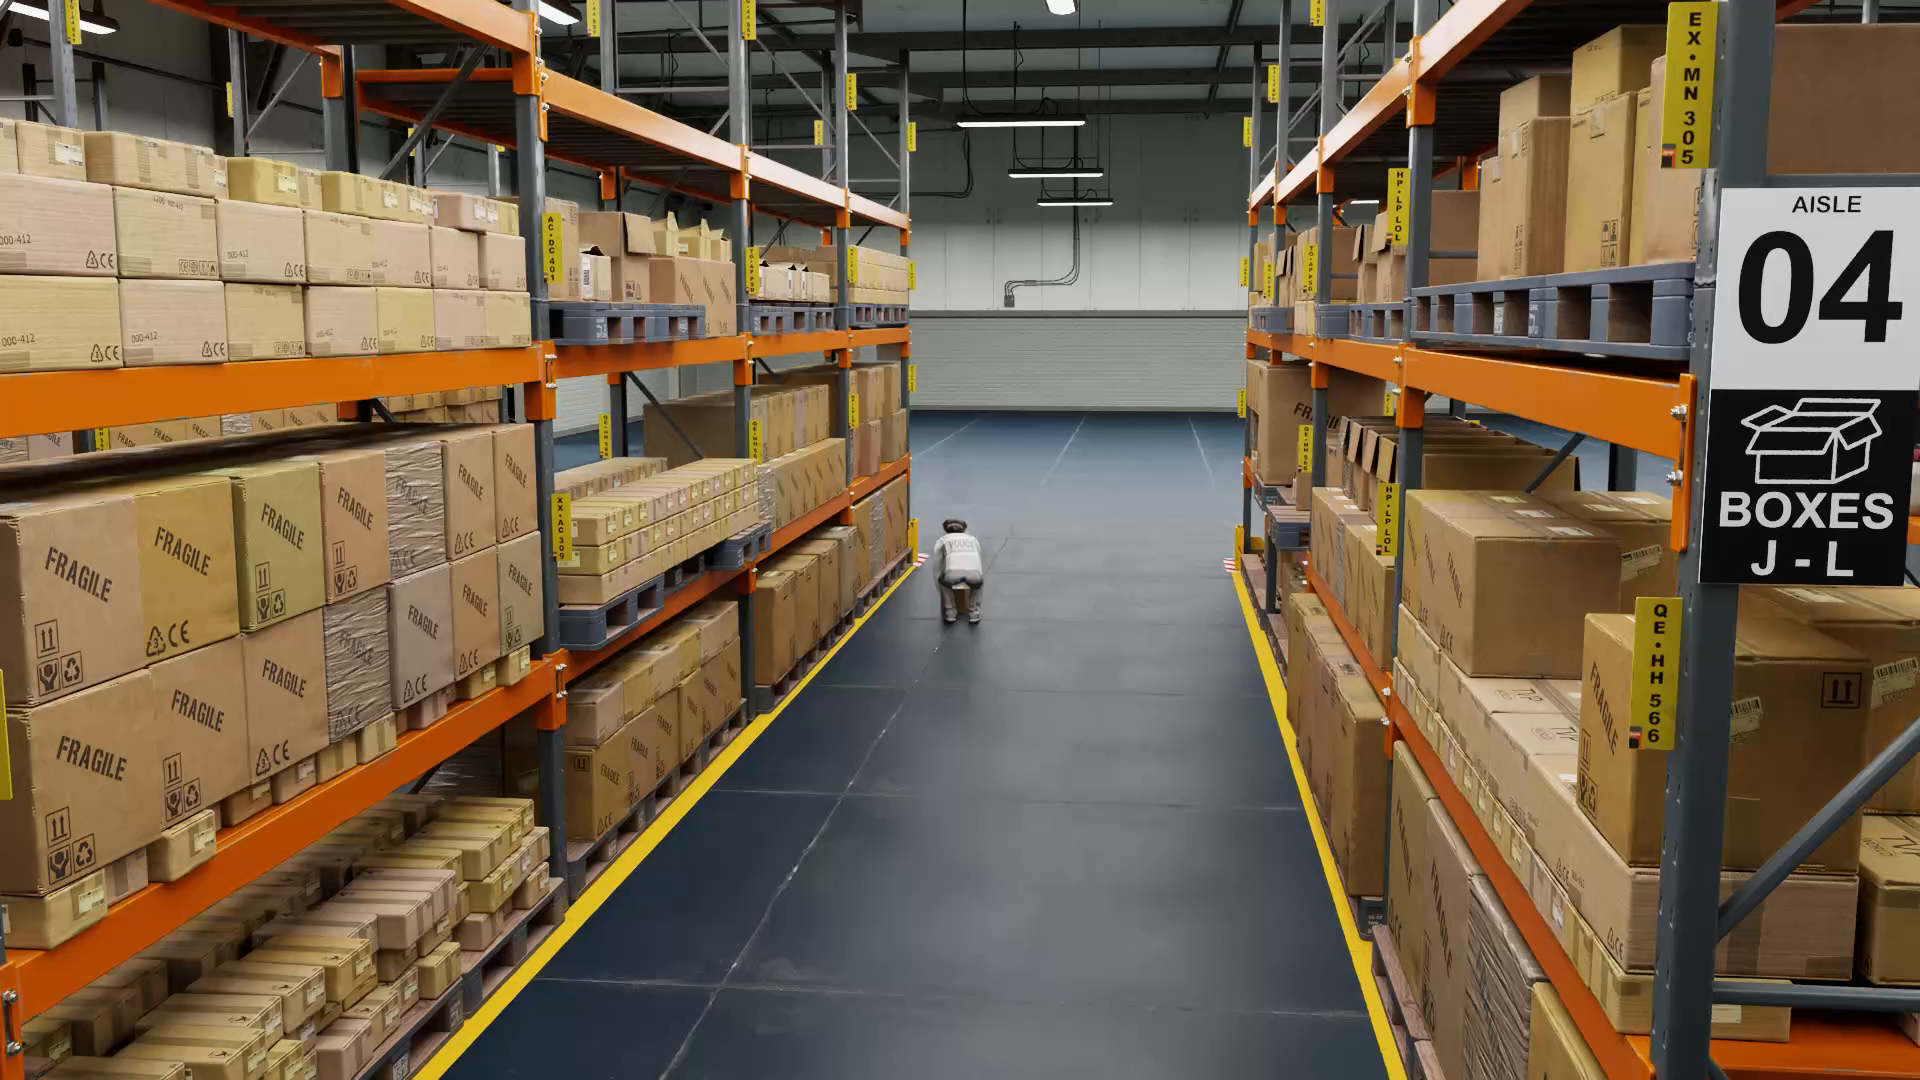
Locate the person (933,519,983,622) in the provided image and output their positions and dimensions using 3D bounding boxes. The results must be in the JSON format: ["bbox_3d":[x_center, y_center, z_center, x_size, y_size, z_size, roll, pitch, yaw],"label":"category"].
[{"bbox_3d":[-0.018,0.300,16.225,0.499,0.961,0.849,0,8,-1],"label":"person"}]
